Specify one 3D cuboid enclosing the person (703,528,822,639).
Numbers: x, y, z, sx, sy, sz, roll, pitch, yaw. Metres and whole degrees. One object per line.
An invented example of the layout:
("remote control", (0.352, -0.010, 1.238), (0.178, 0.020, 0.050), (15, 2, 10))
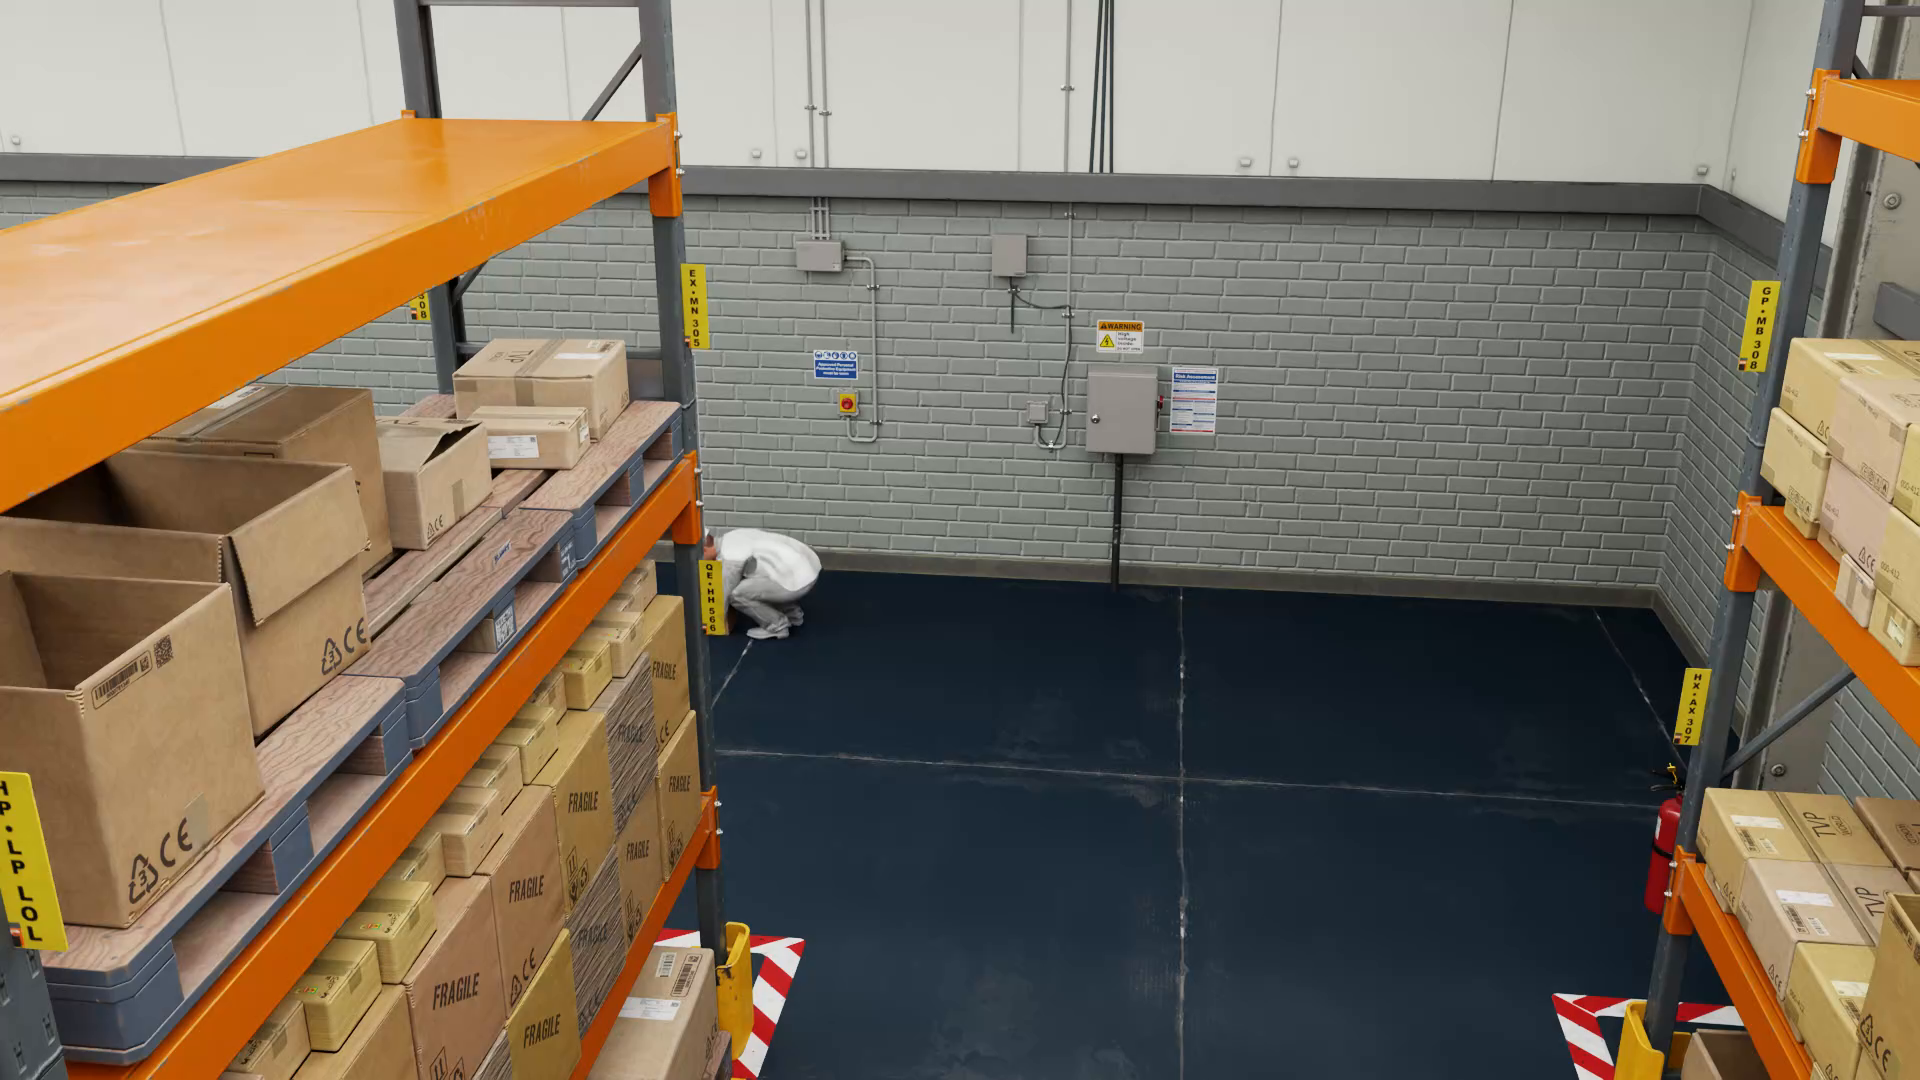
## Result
("person", (-1.467, 0.309, 11.728), (0.961, 0.860, 0.515), (2, 21, 6))
